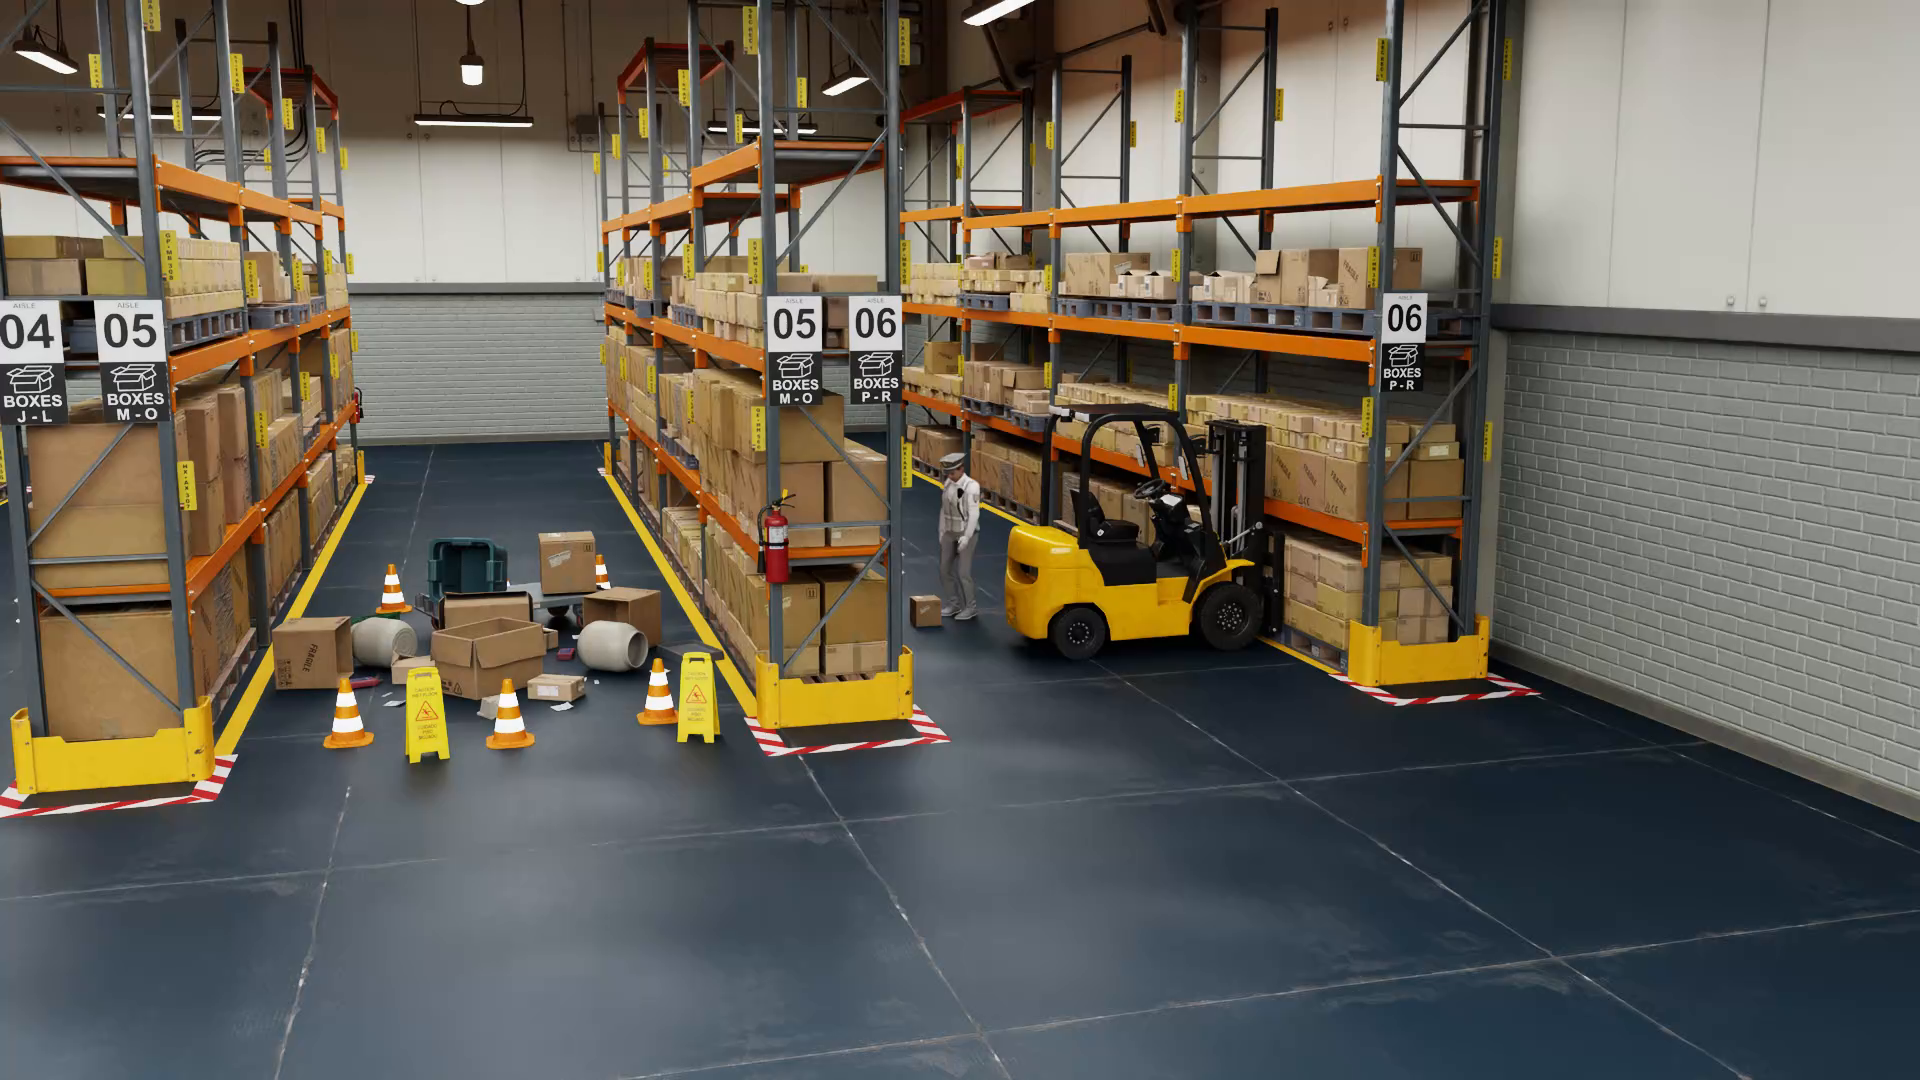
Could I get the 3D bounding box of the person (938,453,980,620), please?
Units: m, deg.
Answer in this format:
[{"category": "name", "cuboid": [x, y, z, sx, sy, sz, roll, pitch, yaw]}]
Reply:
[{"category": "person", "cuboid": [-0.012, -0.039, 16.241, 0.428, 1.635, 0.496, -9, 13, -43]}]
